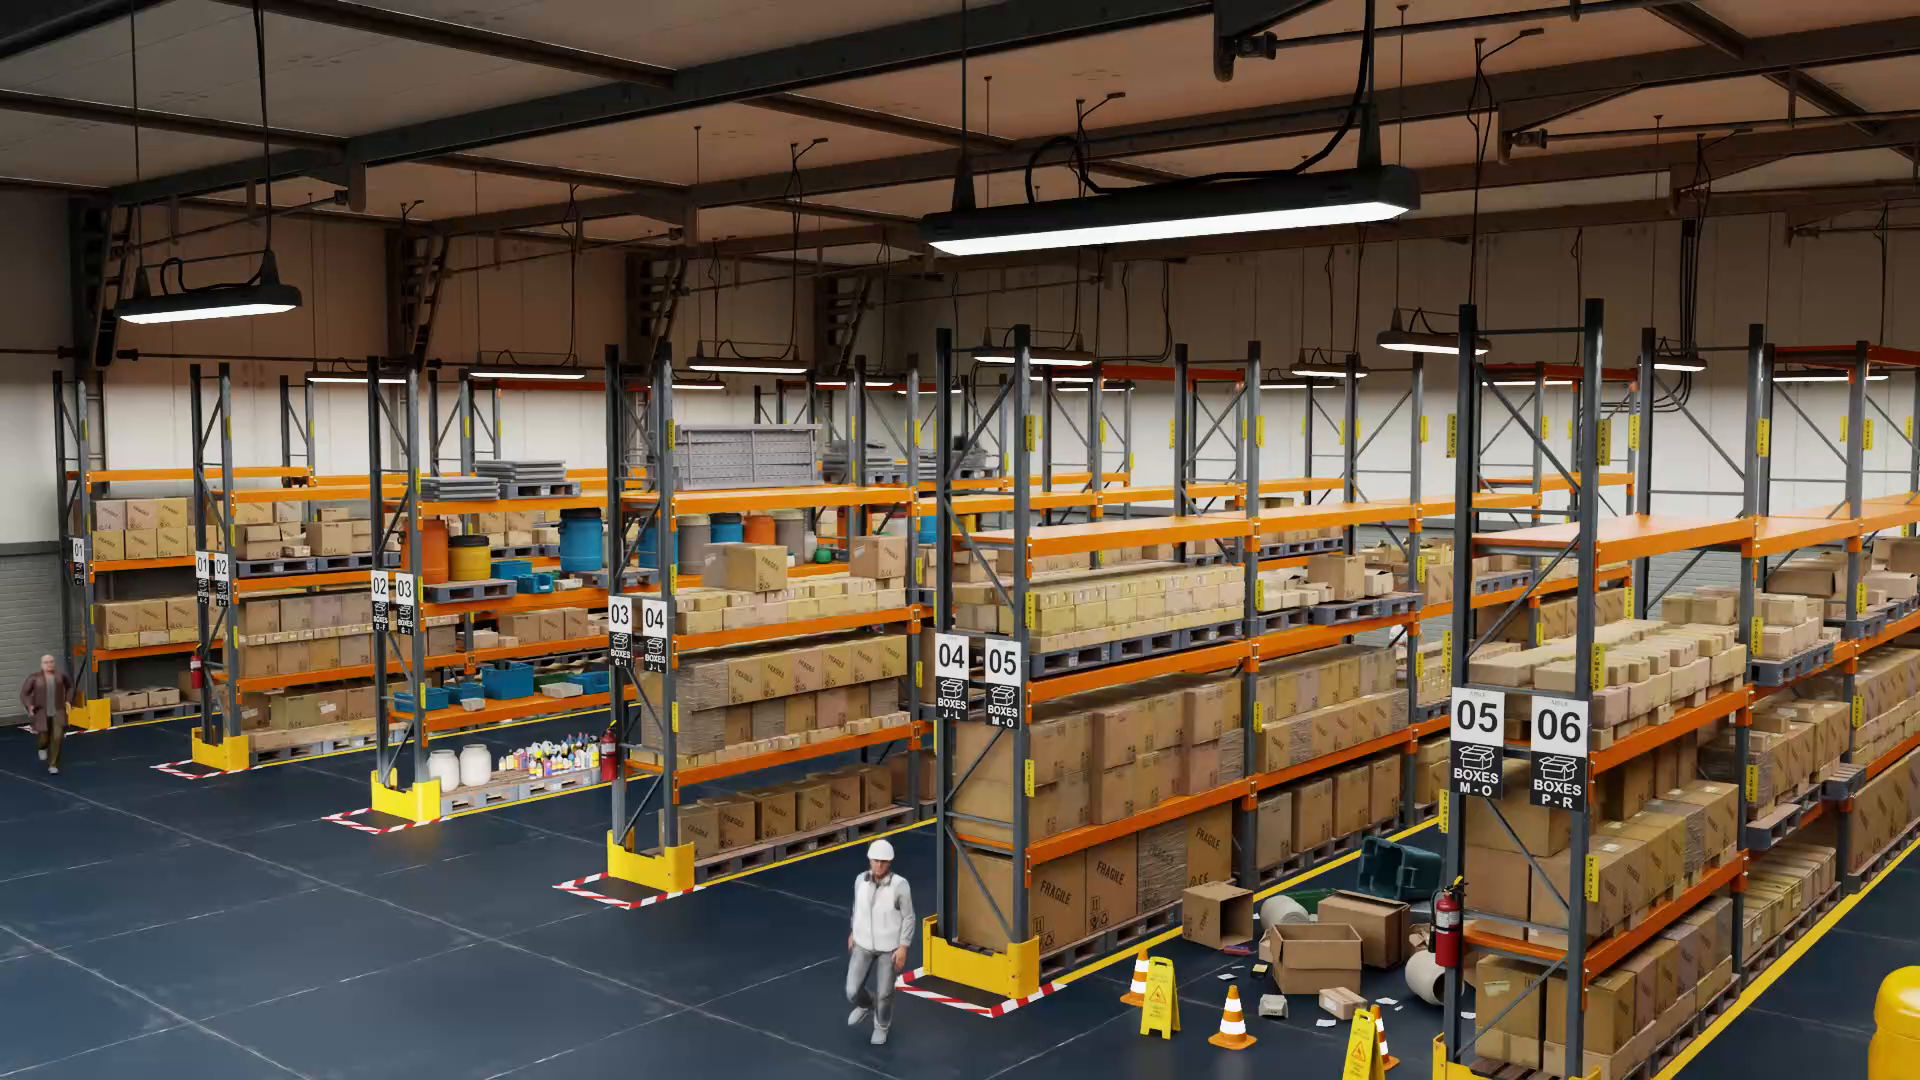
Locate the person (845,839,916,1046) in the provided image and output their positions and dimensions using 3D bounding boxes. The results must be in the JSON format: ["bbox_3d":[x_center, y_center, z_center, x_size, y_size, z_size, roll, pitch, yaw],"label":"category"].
[{"bbox_3d":[-0.652,3.310,13.682,0.644,1.753,0.568,1,4,13],"label":"person"}]

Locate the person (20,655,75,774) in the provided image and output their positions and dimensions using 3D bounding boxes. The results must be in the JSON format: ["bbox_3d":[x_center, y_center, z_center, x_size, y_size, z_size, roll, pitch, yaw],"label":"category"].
[{"bbox_3d":[-13.402,2.543,24.460,0.721,1.734,0.807,-3,5,-35],"label":"person"}]

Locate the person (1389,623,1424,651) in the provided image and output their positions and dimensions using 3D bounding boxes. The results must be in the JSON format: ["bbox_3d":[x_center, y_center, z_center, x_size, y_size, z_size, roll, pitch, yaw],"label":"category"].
[{"bbox_3d":[8.208,2.155,30.612,0.596,1.703,0.673,1,4,19],"label":"person"}]
